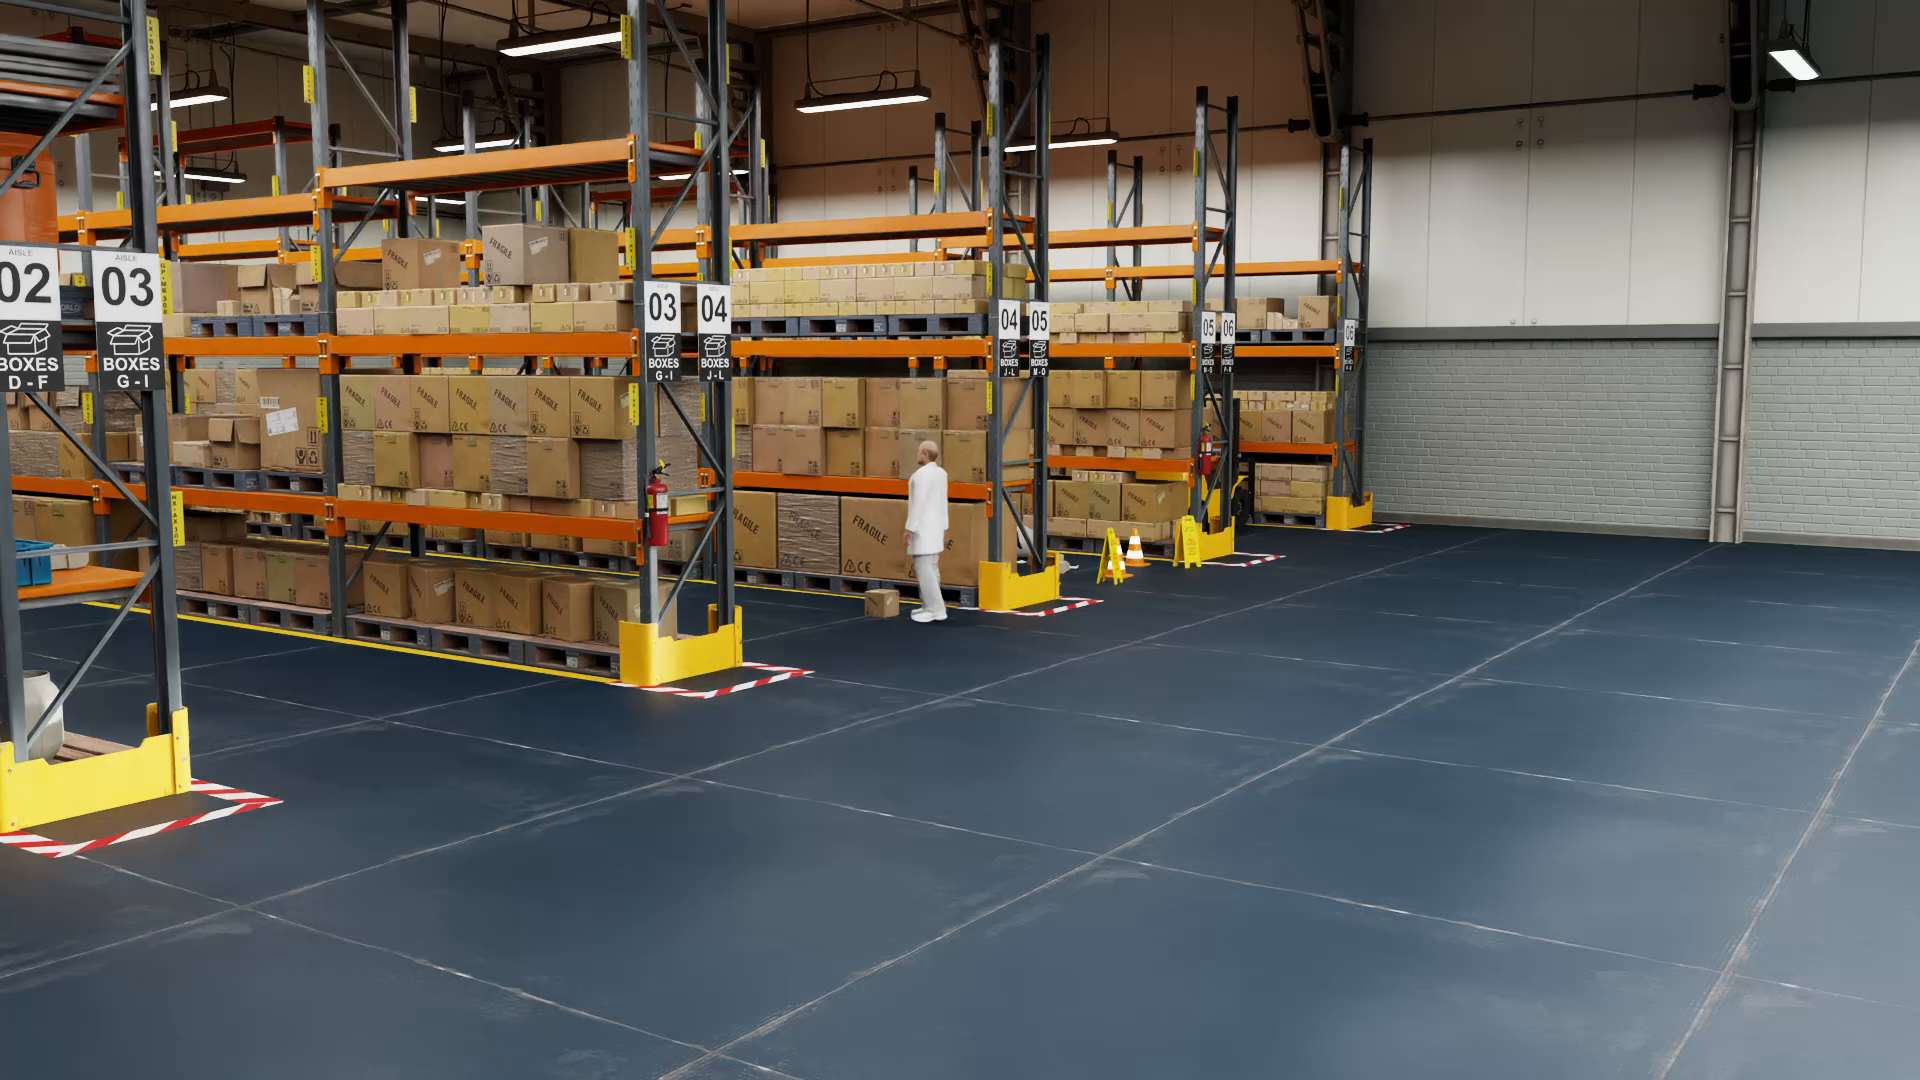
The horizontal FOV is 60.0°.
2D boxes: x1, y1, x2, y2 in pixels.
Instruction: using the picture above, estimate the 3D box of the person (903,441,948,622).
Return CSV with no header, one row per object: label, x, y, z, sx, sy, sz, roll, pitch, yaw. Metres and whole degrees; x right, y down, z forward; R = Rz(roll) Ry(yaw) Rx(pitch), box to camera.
person,-0.334,-0.092,16.460,0.450,1.776,0.630,3,7,24
